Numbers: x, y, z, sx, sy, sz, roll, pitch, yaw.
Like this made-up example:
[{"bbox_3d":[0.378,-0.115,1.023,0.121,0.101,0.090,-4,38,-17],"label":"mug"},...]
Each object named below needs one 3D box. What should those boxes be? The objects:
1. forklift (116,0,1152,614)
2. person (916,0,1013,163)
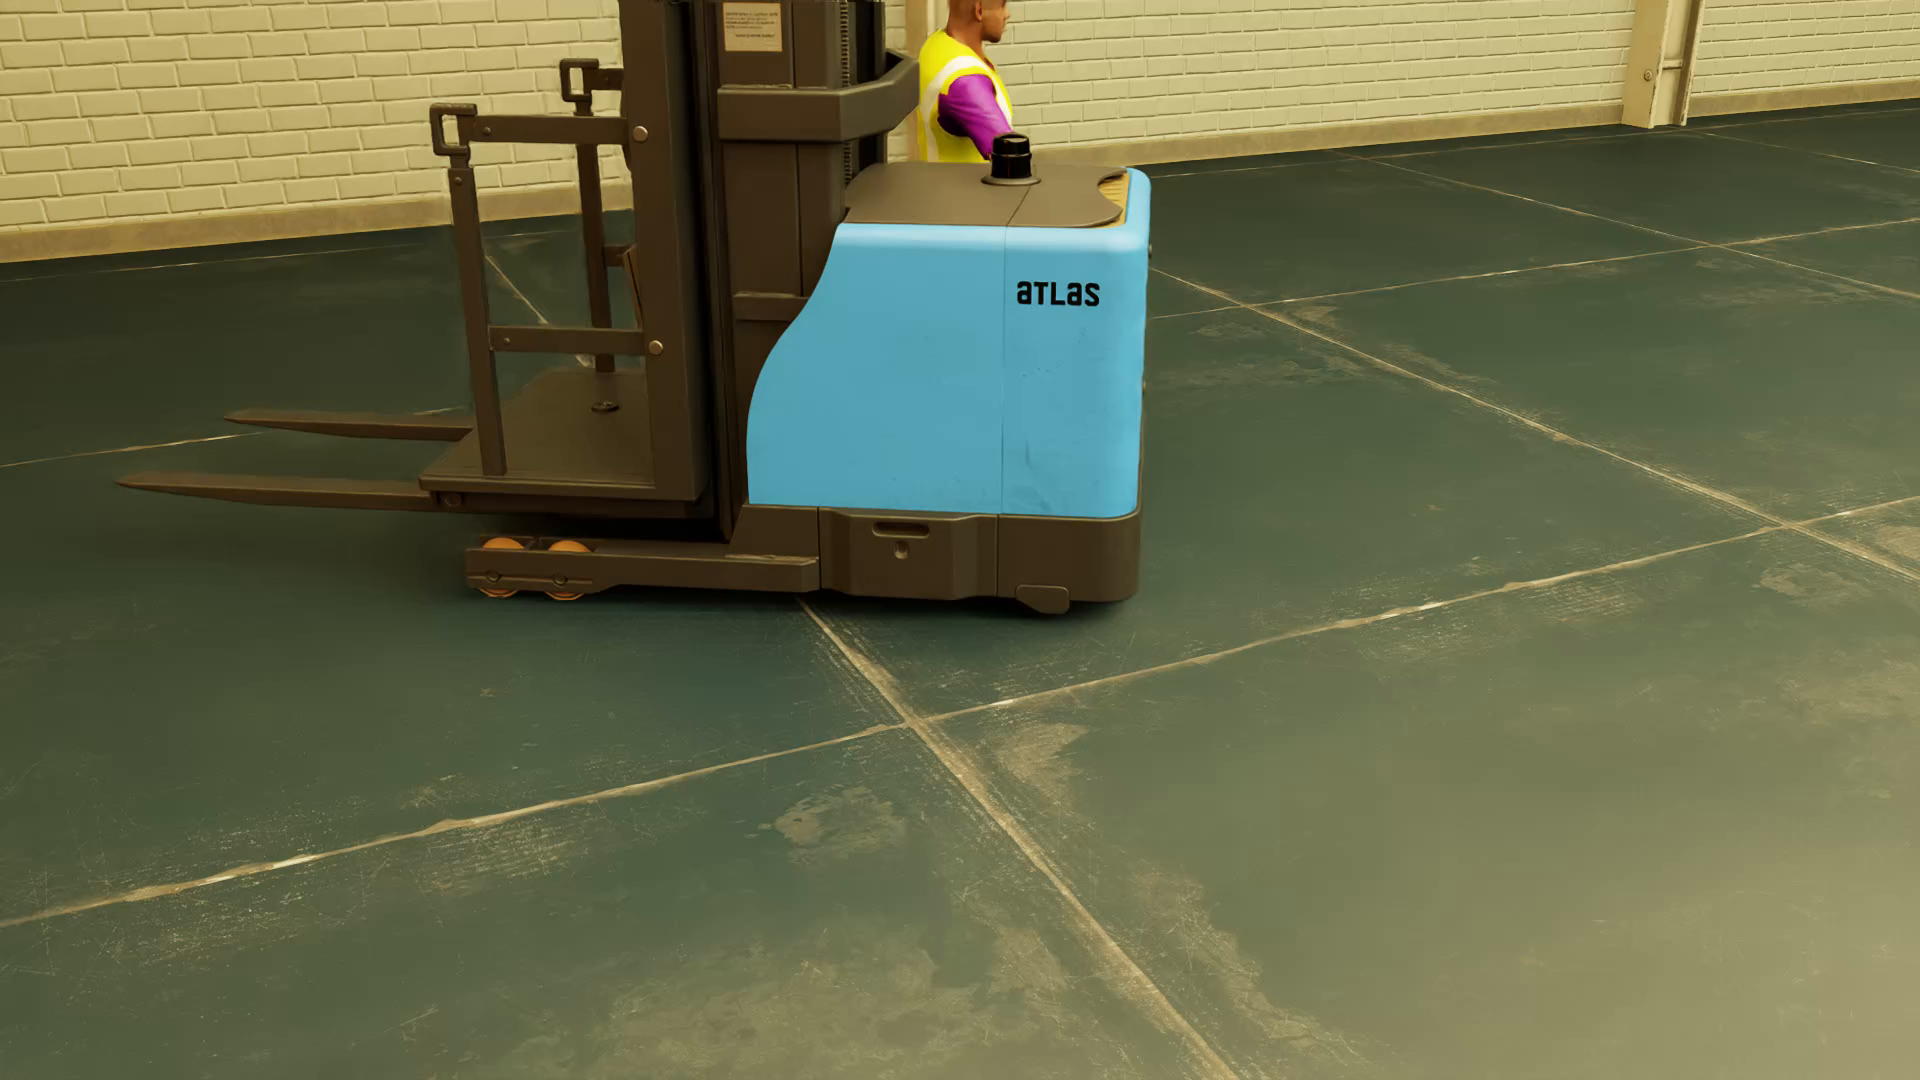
[{"bbox_3d":[-0.967,-1.380,4.607,3.031,2.935,1.130,3,23,6],"label":"forklift"},{"bbox_3d":[0.142,-1.183,5.863,0.581,1.678,0.834,-2,23,-4],"label":"person"}]
